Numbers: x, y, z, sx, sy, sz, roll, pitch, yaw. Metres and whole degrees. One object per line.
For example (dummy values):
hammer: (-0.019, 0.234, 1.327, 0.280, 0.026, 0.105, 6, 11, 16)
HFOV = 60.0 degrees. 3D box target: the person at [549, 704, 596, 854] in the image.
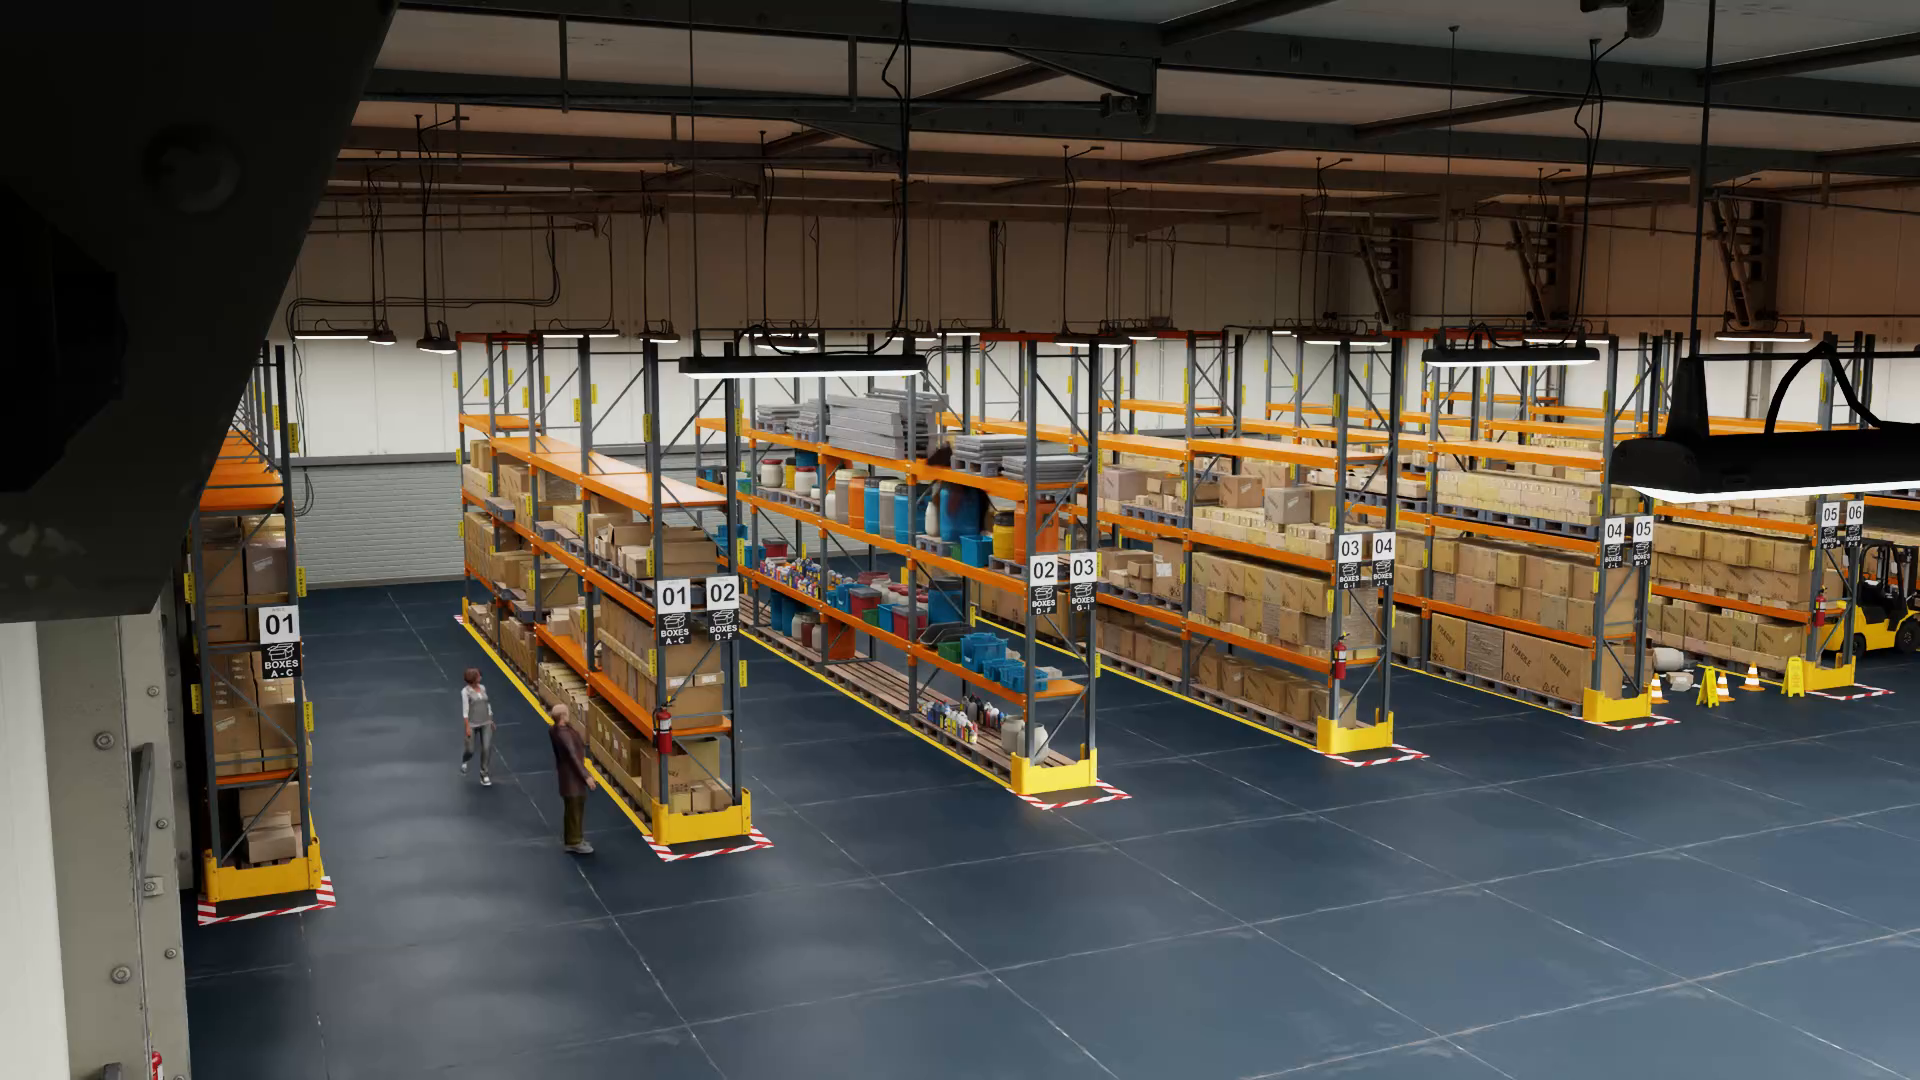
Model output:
person: (-4.578, 2.829, 19.725, 0.574, 1.827, 0.663, -1, 8, -6)

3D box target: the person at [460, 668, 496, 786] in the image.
person: (-6.537, 2.510, 22.570, 0.457, 1.584, 0.644, -5, 9, -34)
